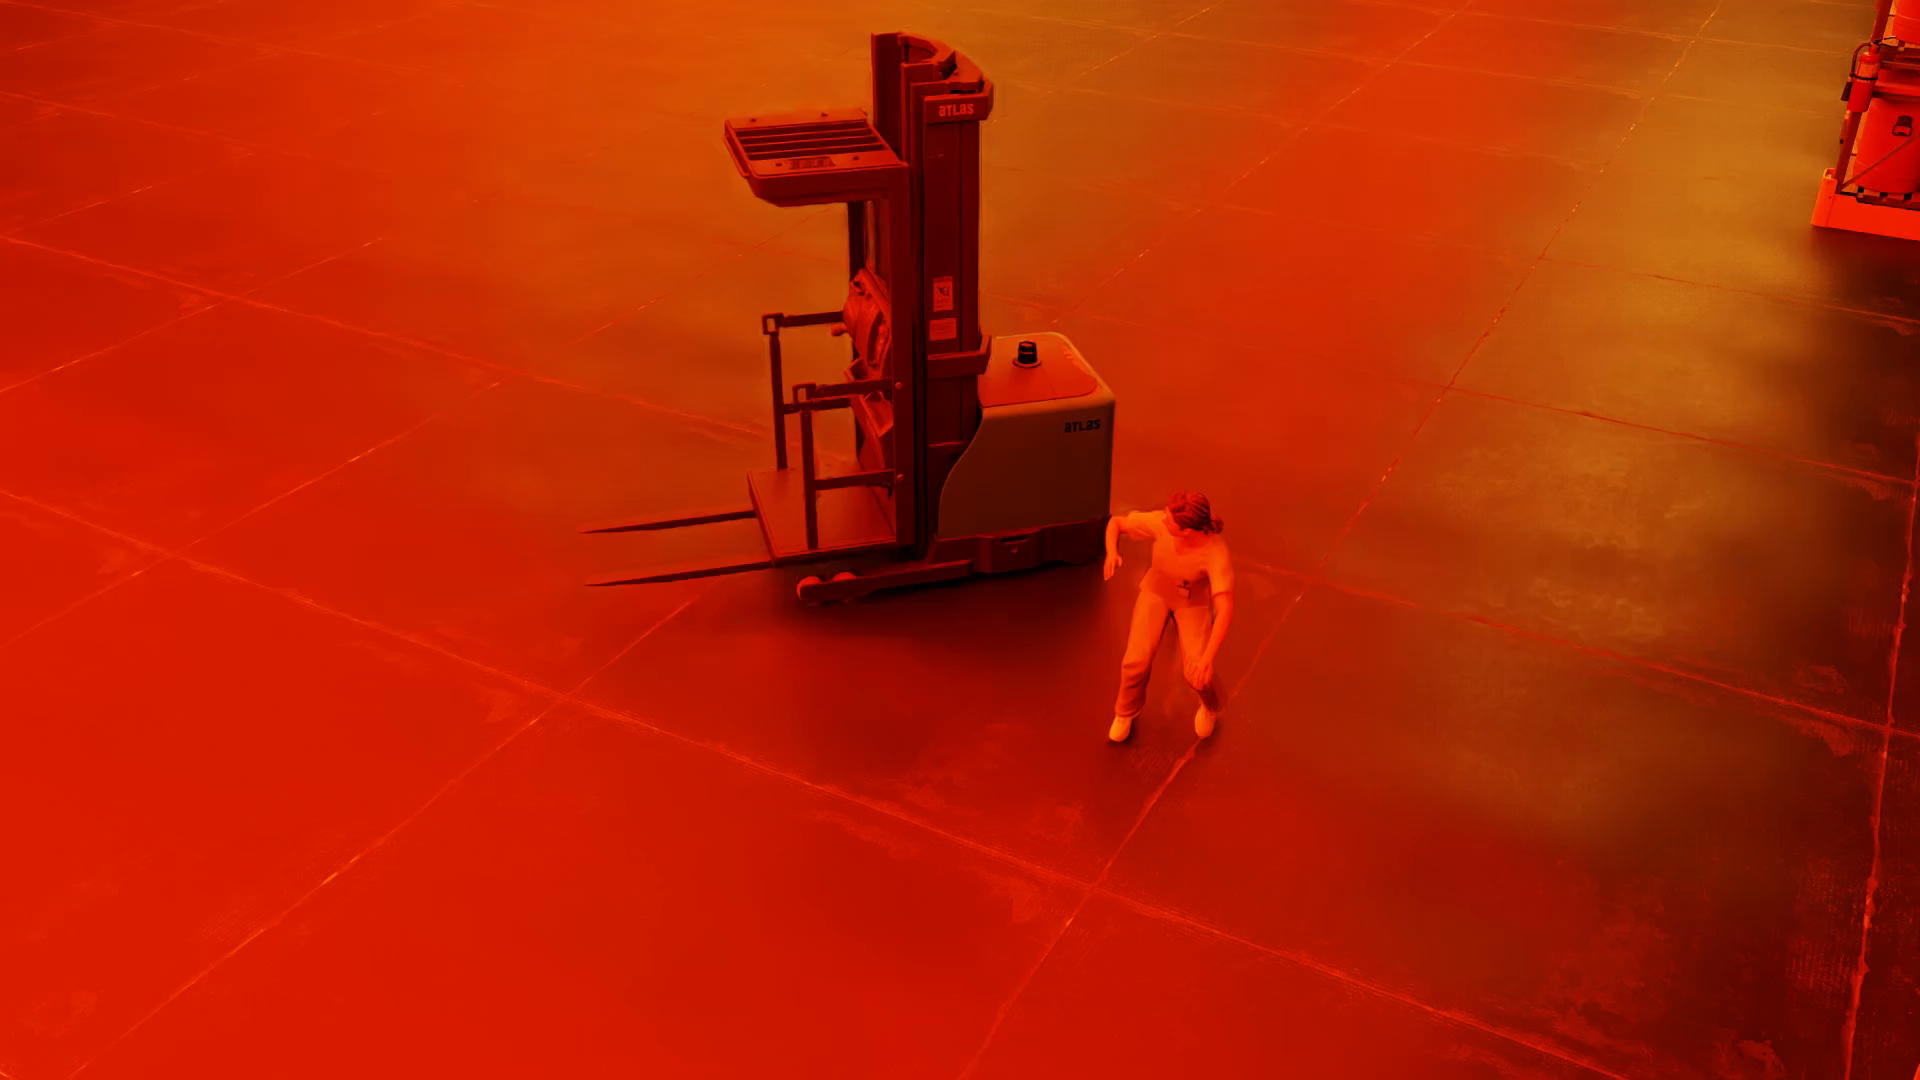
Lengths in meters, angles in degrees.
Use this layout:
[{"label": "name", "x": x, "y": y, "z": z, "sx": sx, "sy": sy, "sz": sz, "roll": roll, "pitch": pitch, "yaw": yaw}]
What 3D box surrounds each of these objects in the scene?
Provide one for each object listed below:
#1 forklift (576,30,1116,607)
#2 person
[{"label": "forklift", "x": -0.689, "y": -1.188, "z": 9.129, "sx": 3.031, "sy": 2.935, "sz": 1.130, "roll": -8, "pitch": 31, "yaw": -13}, {"label": "person", "x": 0.969, "y": 0.389, "z": 7.949, "sx": 0.697, "sy": 1.397, "sz": 0.838, "roll": 11, "pitch": 32, "yaw": 19}]
